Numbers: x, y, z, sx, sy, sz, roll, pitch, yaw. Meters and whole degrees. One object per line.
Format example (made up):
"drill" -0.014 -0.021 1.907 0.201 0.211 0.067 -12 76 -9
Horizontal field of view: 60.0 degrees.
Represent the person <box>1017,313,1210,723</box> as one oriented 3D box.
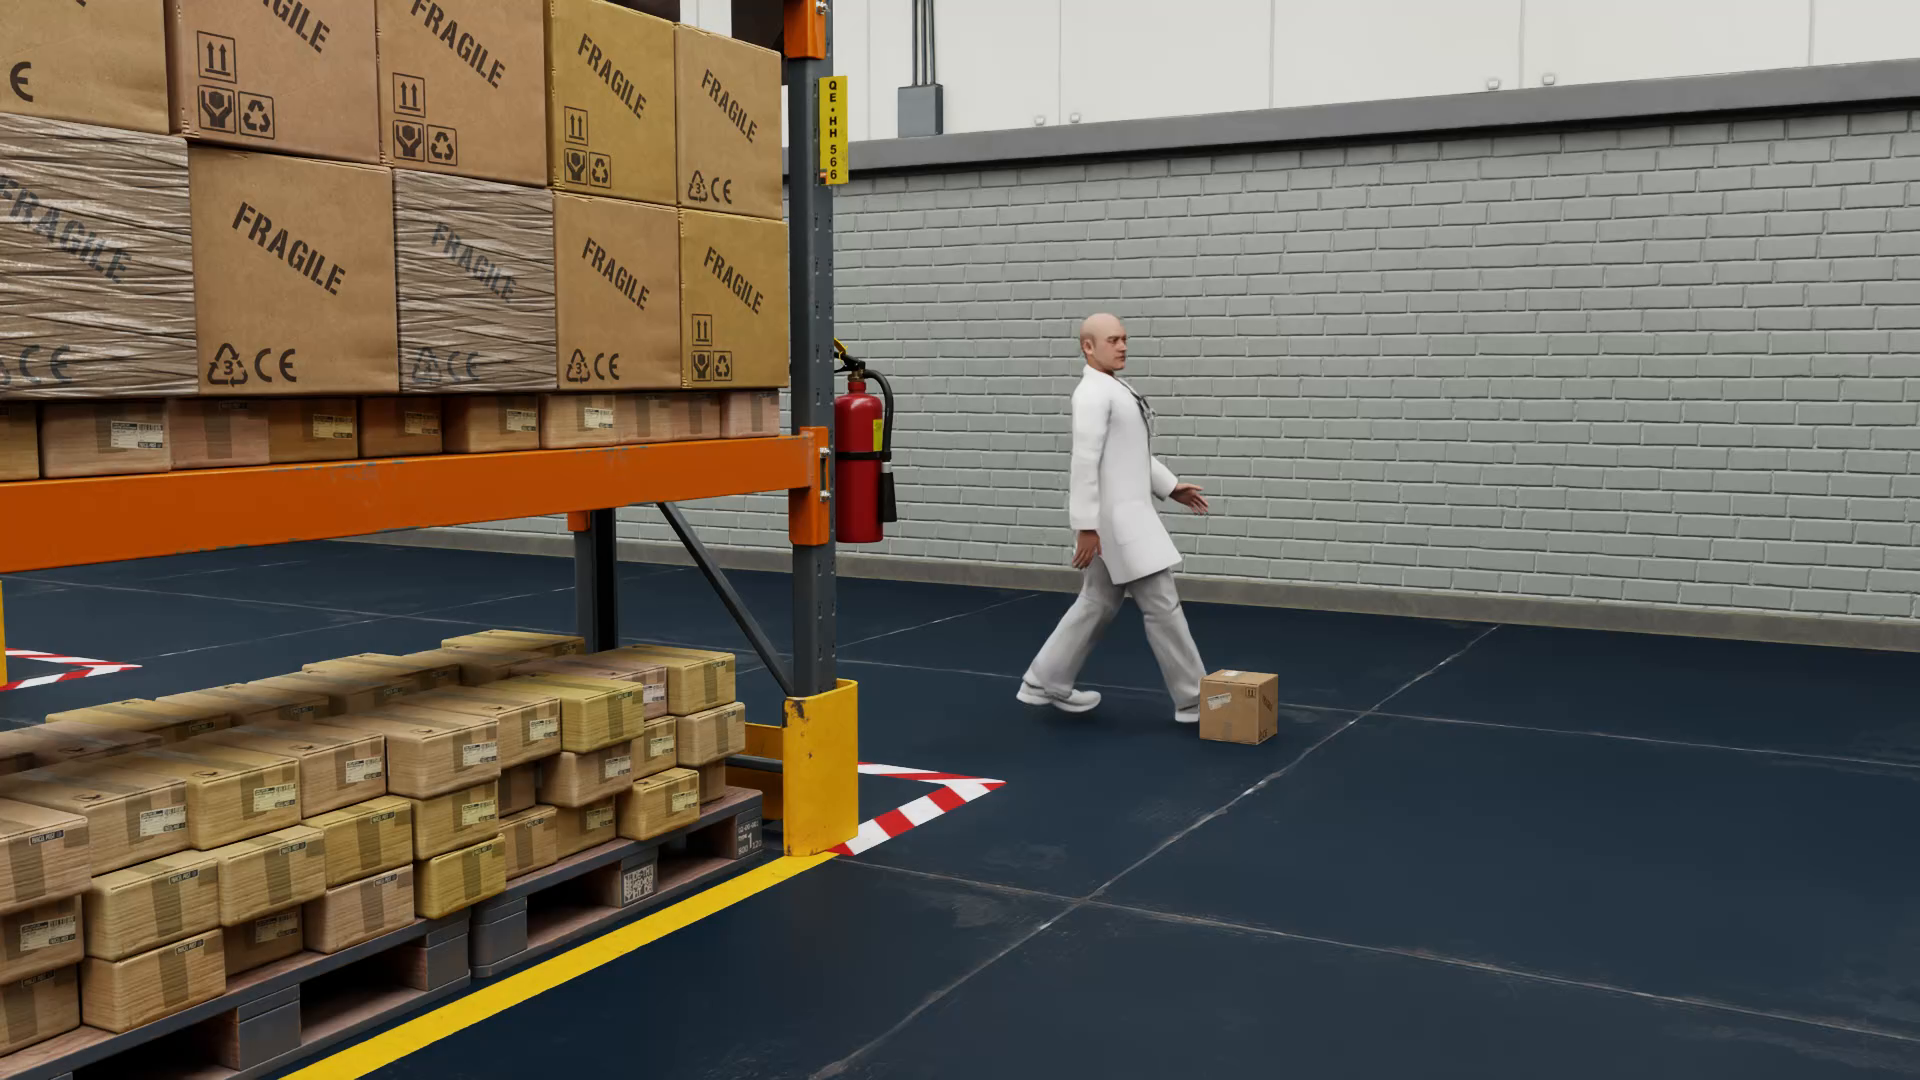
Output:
"person" 0.759 -0.083 7.065 1.028 1.713 0.642 1 6 8
